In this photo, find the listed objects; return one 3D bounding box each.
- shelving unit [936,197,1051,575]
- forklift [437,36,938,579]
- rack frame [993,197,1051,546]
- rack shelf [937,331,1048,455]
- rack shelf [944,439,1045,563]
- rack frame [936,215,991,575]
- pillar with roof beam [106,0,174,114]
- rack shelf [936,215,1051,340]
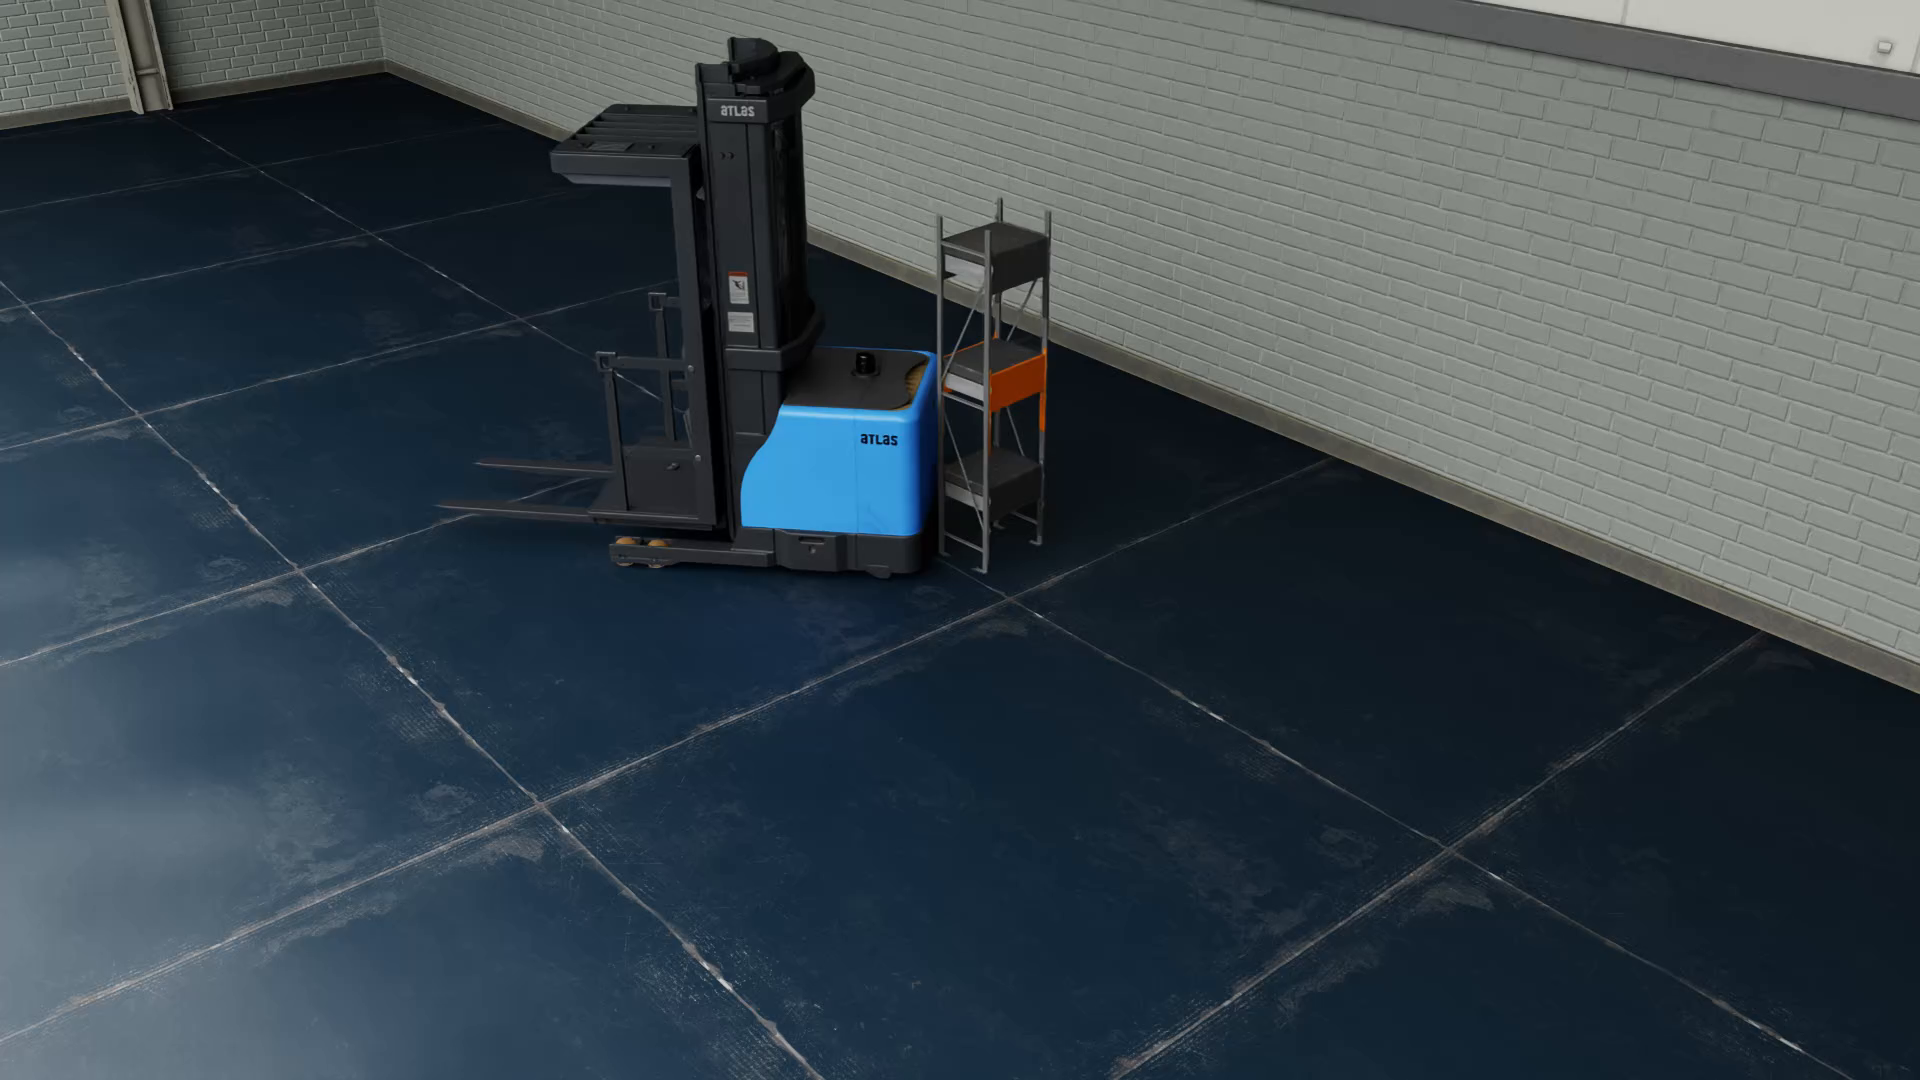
[{"bbox_3d":[0.188,-0.872,9.653,0.431,2.100,0.503,24,37,38],"label":"shelving unit"},{"bbox_3d":[-1.657,-1.366,9.696,3.031,2.935,1.130,4,28,7],"label":"forklift"},{"bbox_3d":[0.357,-0.955,9.808,0.400,2.100,0.015,24,37,38],"label":"rack frame"},{"bbox_3d":[0.188,-0.860,9.660,0.431,0.518,0.480,24,37,38],"label":"rack shelf"},{"bbox_3d":[0.188,-0.242,9.990,0.431,0.518,0.480,24,37,38],"label":"rack shelf"},{"bbox_3d":[0.018,-0.789,9.499,0.400,2.100,0.015,24,37,38],"label":"rack frame"},{"bbox_3d":[-6.863,-7.578,14.882,0.400,9.000,9.100,-22,35,-35],"label":"pillar with roof beam"},{"bbox_3d":[0.188,-1.477,9.330,0.431,0.518,0.480,24,37,38],"label":"rack shelf"}]
